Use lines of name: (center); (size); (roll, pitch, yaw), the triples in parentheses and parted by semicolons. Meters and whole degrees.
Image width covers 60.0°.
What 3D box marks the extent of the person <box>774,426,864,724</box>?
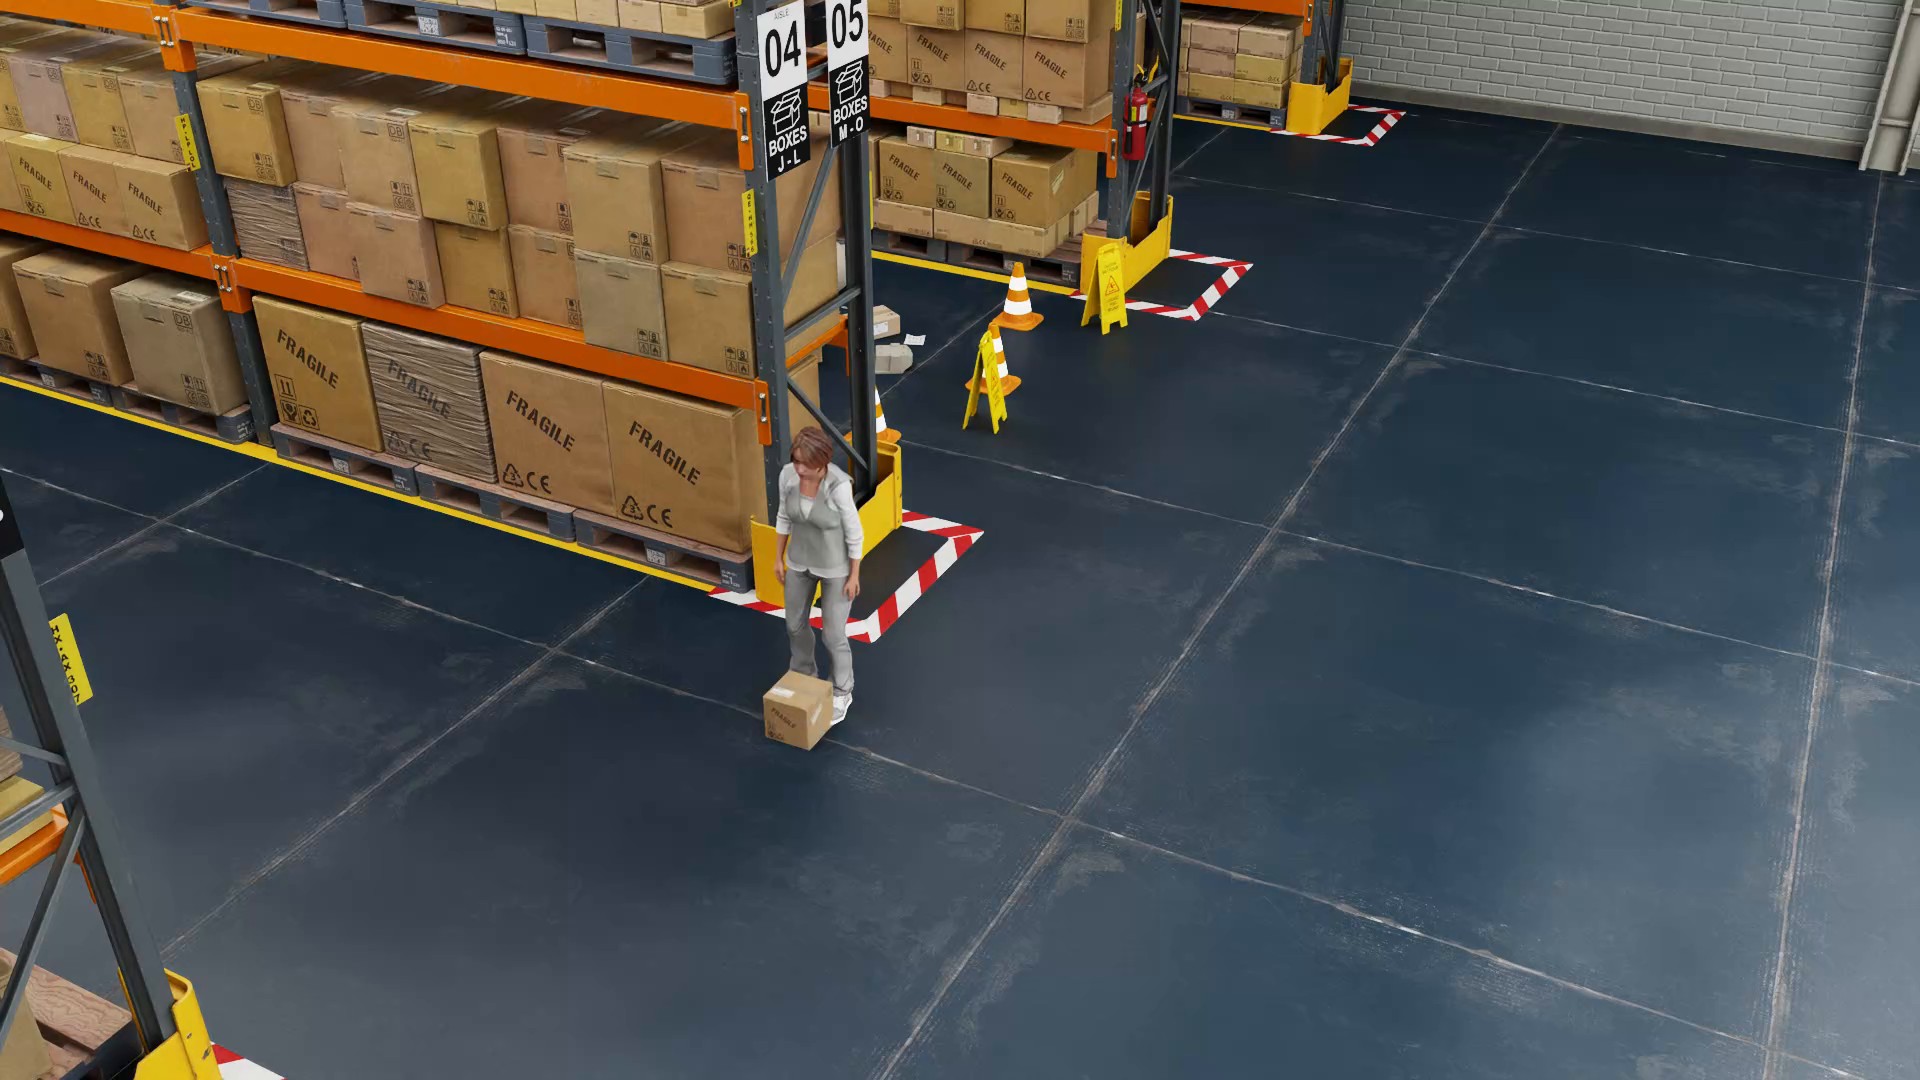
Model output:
person: (-0.688, 0.147, 8.042); (0.476, 1.592, 0.345); (13, 33, 20)
